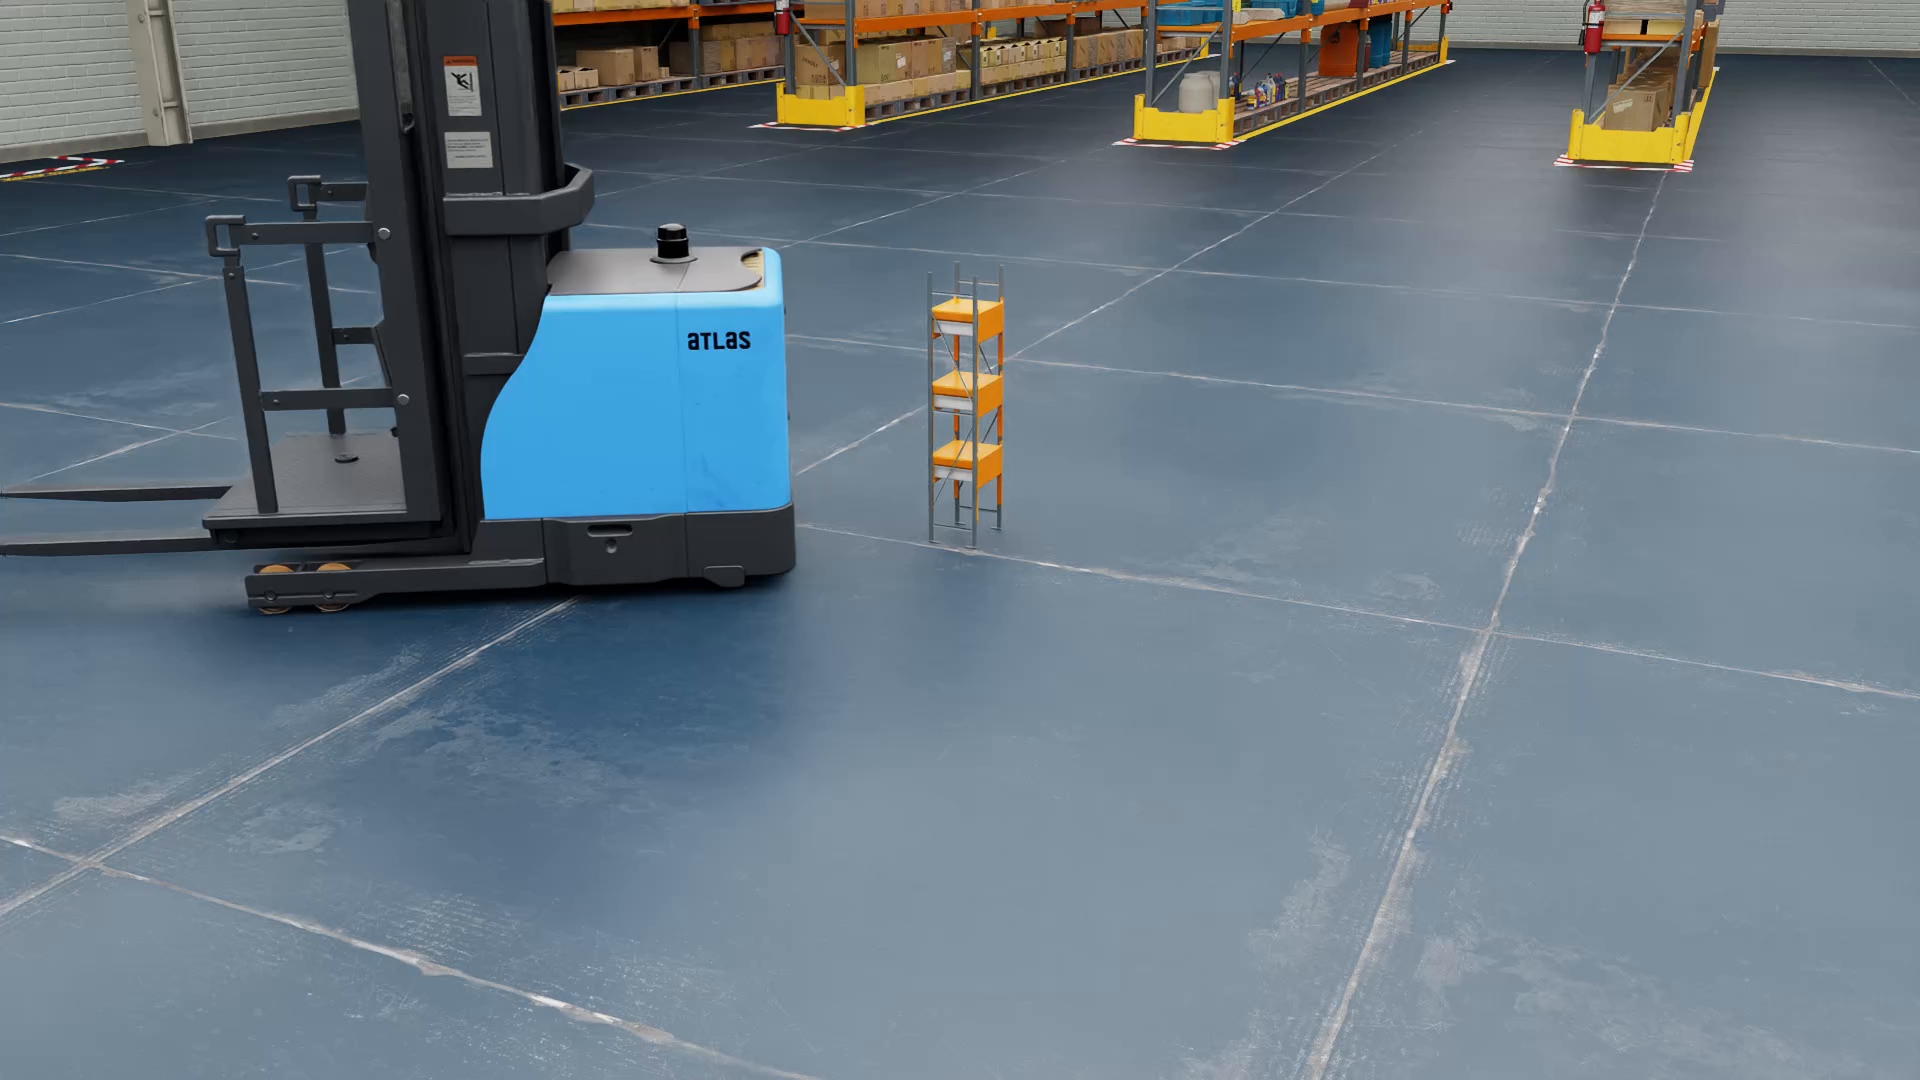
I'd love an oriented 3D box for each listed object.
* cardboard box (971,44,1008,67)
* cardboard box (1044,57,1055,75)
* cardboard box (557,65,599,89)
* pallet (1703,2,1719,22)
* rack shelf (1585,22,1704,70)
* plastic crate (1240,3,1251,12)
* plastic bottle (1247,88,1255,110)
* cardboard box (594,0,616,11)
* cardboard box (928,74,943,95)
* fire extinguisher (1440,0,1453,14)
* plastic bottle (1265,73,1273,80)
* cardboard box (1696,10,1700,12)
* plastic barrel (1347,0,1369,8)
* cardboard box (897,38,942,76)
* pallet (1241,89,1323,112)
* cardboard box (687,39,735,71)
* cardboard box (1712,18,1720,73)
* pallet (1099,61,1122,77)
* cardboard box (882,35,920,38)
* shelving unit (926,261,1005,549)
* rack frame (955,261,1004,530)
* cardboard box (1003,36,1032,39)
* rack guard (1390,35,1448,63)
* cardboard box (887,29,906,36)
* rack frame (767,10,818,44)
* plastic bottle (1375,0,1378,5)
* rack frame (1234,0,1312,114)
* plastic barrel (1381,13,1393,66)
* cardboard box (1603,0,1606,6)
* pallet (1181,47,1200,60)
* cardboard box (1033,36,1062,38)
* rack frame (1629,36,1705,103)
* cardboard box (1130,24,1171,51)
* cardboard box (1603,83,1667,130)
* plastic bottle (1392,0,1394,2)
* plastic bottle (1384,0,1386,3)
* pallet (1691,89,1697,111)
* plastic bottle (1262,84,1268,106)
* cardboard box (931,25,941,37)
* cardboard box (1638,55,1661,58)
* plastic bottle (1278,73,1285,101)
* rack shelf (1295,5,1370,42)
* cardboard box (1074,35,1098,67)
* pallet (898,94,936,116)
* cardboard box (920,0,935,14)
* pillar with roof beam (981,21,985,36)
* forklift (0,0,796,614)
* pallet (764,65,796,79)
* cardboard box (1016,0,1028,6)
[{"bbox_3d":[0.426,-7.533,25.815,0.500,0.311,0.500,8,21,22],"label":"cardboard box"},{"bbox_3d":[1.257,-7.895,27.669,0.500,0.250,0.500,8,21,22],"label":"cardboard box"},{"bbox_3d":[-5.740,-6.892,24.728,0.500,0.311,0.500,11,22,27],"label":"cardboard box"},{"bbox_3d":[9.302,-6.885,21.639,1.003,0.211,1.213,9,21,23],"label":"pallet"},{"bbox_3d":[8.037,-5.812,19.407,1.077,0.370,4.000,9,21,23],"label":"rack shelf"},{"bbox_3d":[3.524,-6.965,21.894,0.450,0.188,0.662,9,21,23],"label":"plastic crate"},{"bbox_3d":[3.726,-5.652,21.300,0.097,0.271,0.097,0,20,0],"label":"plastic bottle"},{"bbox_3d":[-5.436,-7.938,24.507,0.500,0.250,0.500,8,21,22],"label":"cardboard box"},{"bbox_3d":[-0.576,-6.547,23.877,0.500,0.250,0.500,9,21,23],"label":"cardboard box"},{"bbox_3d":[9.728,-10.881,33.261,0.296,0.674,0.183,9,21,23],"label":"fire extinguisher"},{"bbox_3d":[4.205,-6.184,22.678,0.144,0.351,0.185,9,21,23],"label":"plastic bottle"},{"bbox_3d":[8.925,-6.462,20.538,0.380,0.149,0.250,9,21,23],"label":"cardboard box"},{"bbox_3d":[6.062,-8.545,25.817,0.600,0.536,0.708,9,21,23],"label":"plastic barrel"},{"bbox_3d":[-0.587,-6.902,23.756,0.500,0.500,0.500,9,21,23],"label":"cardboard box"},{"bbox_3d":[4.624,-6.373,24.074,1.003,0.211,1.213,9,21,23],"label":"pallet"},{"bbox_3d":[-4.249,-8.223,28.187,0.700,0.500,0.500,8,21,22],"label":"cardboard box"},{"bbox_3d":[11.888,-8.206,27.610,1.225,0.875,0.875,9,21,23],"label":"cardboard box"},{"bbox_3d":[2.299,-8.626,30.409,1.003,0.211,1.213,9,21,23],"label":"pallet"},{"bbox_3d":[-0.853,-7.125,24.385,0.500,0.500,0.500,9,21,23],"label":"cardboard box"},{"bbox_3d":[0.022,-0.511,6.339,0.215,1.050,0.252,9,21,23],"label":"shelving unit"},{"bbox_3d":[0.072,-0.548,6.444,0.200,1.050,0.008,9,21,23],"label":"rack frame"},{"bbox_3d":[0.976,-8.392,28.229,0.500,0.311,0.500,9,22,25],"label":"cardboard box"},{"bbox_3d":[9.249,-9.941,33.676,1.175,0.500,0.348,9,21,23],"label":"rack guard"},{"bbox_3d":[-1.572,-10.215,33.297,0.750,0.750,0.750,9,21,23],"label":"cardboard box"},{"bbox_3d":[-3.063,-10.024,30.177,1.000,3.000,0.127,9,21,23],"label":"rack frame"},{"bbox_3d":[6.828,-8.944,27.315,0.061,0.283,0.133,9,21,23],"label":"plastic bottle"},{"bbox_3d":[4.338,-7.442,22.917,1.000,3.000,0.127,9,21,23],"label":"rack frame"},{"bbox_3d":[7.375,-8.932,29.614,0.600,0.901,0.708,9,21,23],"label":"plastic barrel"},{"bbox_3d":[7.564,-6.060,18.439,0.875,0.500,0.500,9,21,23],"label":"cardboard box"},{"bbox_3d":[4.377,-10.210,34.862,1.003,0.211,1.213,9,21,23],"label":"pallet"},{"bbox_3d":[1.627,-8.693,29.509,0.500,0.500,0.500,9,22,25],"label":"cardboard box"},{"bbox_3d":[10.494,-7.985,24.444,1.000,3.000,0.127,9,21,23],"label":"rack frame"},{"bbox_3d":[3.861,-10.174,33.669,0.797,0.503,0.637,9,21,23],"label":"cardboard box"},{"bbox_3d":[7.703,-4.935,18.973,0.500,0.500,0.500,15,25,37],"label":"cardboard box"},{"bbox_3d":[7.391,-9.398,28.603,0.152,0.276,0.135,9,21,23],"label":"plastic bottle"},{"bbox_3d":[7.085,-9.201,27.938,0.144,0.351,0.185,9,21,23],"label":"plastic bottle"},{"bbox_3d":[10.173,-6.432,24.240,1.003,0.211,1.213,9,21,23],"label":"pallet"},{"bbox_3d":[3.991,-5.849,21.855,0.097,0.271,0.097,0,20,0],"label":"plastic bottle"},{"bbox_3d":[-0.816,-10.634,34.998,0.700,0.500,0.500,8,21,22],"label":"cardboard box"},{"bbox_3d":[10.023,-6.635,23.724,0.700,0.500,0.500,7,21,18],"label":"cardboard box"},{"bbox_3d":[4.337,-6.164,22.622,0.144,0.351,0.185,8,21,21],"label":"plastic bottle"},{"bbox_3d":[5.157,-7.714,24.756,1.077,0.370,4.000,9,21,23],"label":"rack shelf"},{"bbox_3d":[2.114,-8.635,29.348,0.500,0.500,0.500,8,21,21],"label":"cardboard box"},{"bbox_3d":[-1.042,-6.197,23.578,1.003,0.211,1.213,9,21,23],"label":"pallet"},{"bbox_3d":[-0.775,-7.718,23.545,0.700,0.500,0.500,9,21,24],"label":"cardboard box"},{"bbox_3d":[4.457,-15.649,37.042,9.100,9.000,0.400,9,21,23],"label":"pillar with roof beam"},{"bbox_3d":[-2.146,-1.311,5.782,3.031,2.935,1.130,-2,20,-6],"label":"forklift"},{"bbox_3d":[-3.384,-8.471,29.974,1.003,0.211,1.213,9,21,23],"label":"pallet"},{"bbox_3d":[0.786,-8.877,26.804,0.500,0.500,0.500,7,21,20],"label":"cardboard box"}]
